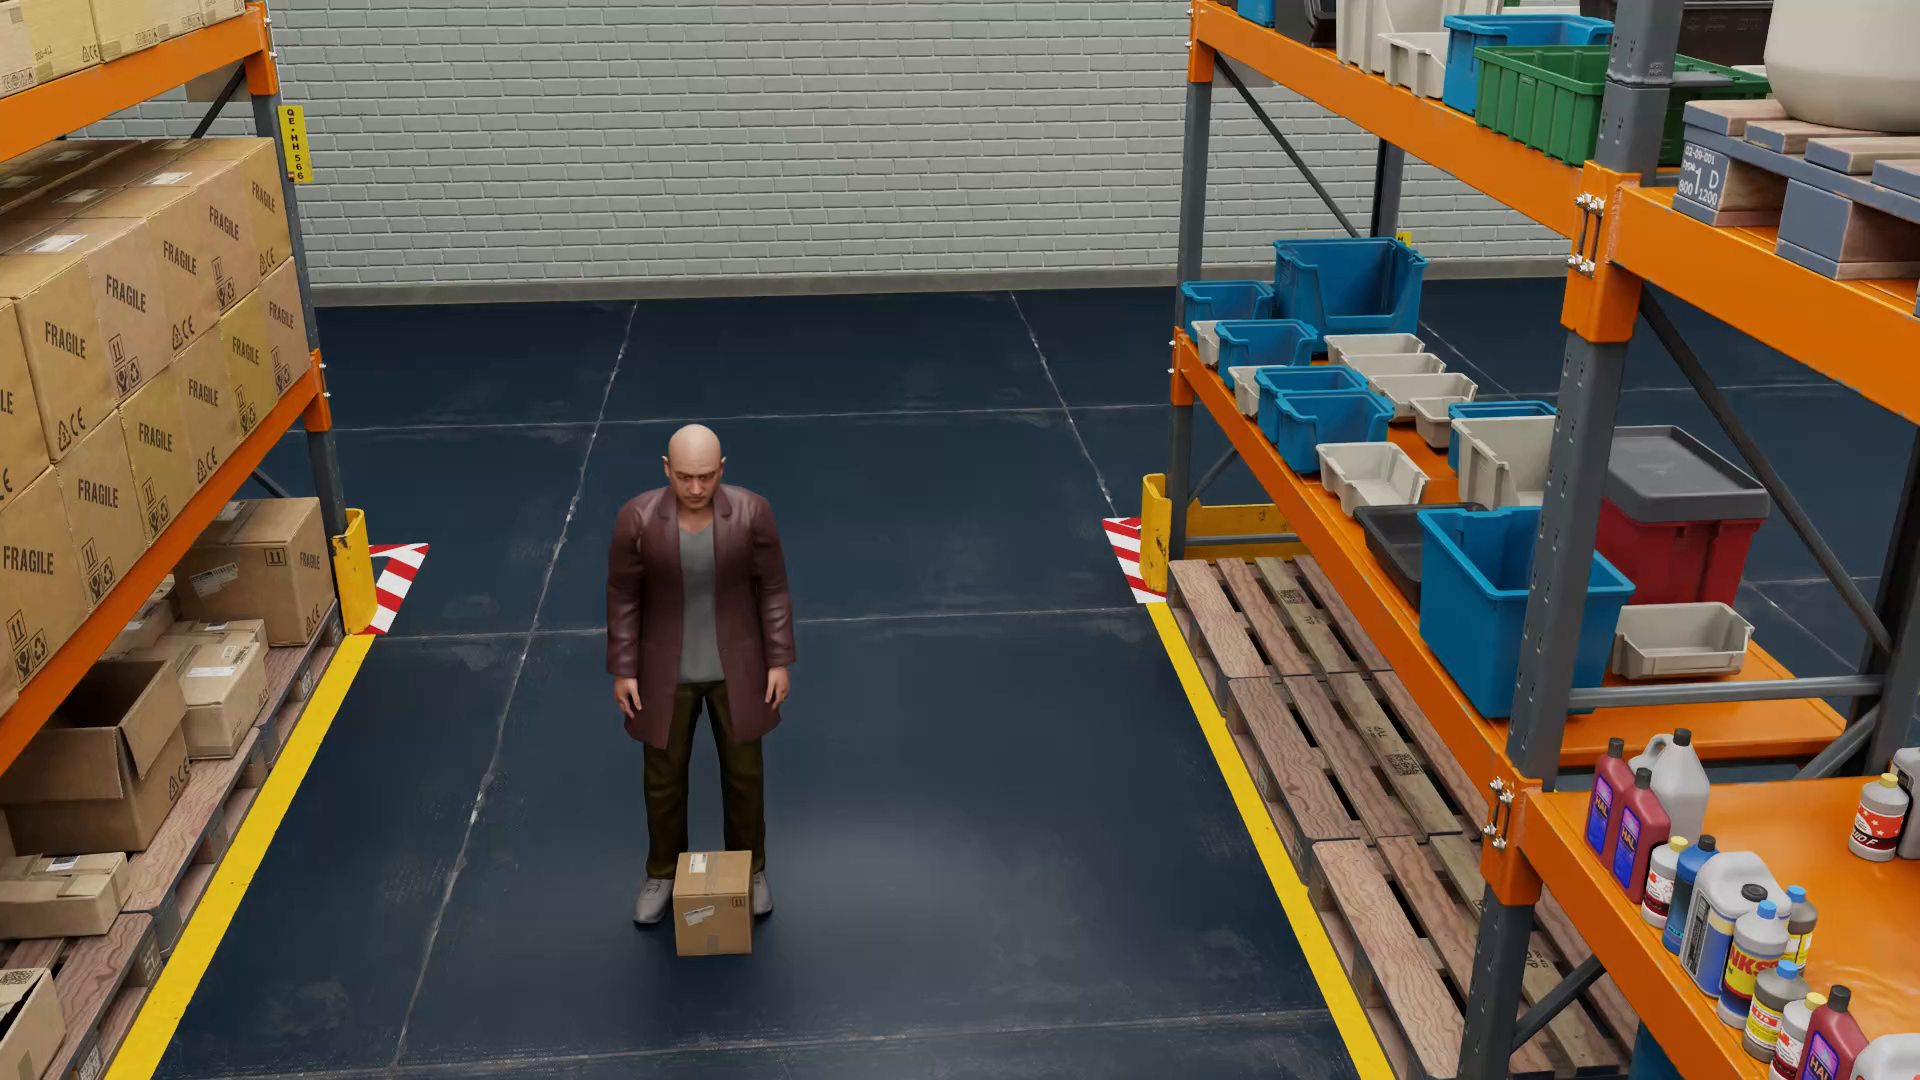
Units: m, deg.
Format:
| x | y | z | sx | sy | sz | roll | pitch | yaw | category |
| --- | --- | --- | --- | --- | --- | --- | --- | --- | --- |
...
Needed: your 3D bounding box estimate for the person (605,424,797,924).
| x | y | z | sx | sy | sz | roll | pitch | yaw | category |
| --- | --- | --- | --- | --- | --- | --- | --- | --- | --- |
| -0.867 | 0.441 | 5.602 | 0.638 | 1.772 | 0.428 | -3 | 24 | -7 | person |
